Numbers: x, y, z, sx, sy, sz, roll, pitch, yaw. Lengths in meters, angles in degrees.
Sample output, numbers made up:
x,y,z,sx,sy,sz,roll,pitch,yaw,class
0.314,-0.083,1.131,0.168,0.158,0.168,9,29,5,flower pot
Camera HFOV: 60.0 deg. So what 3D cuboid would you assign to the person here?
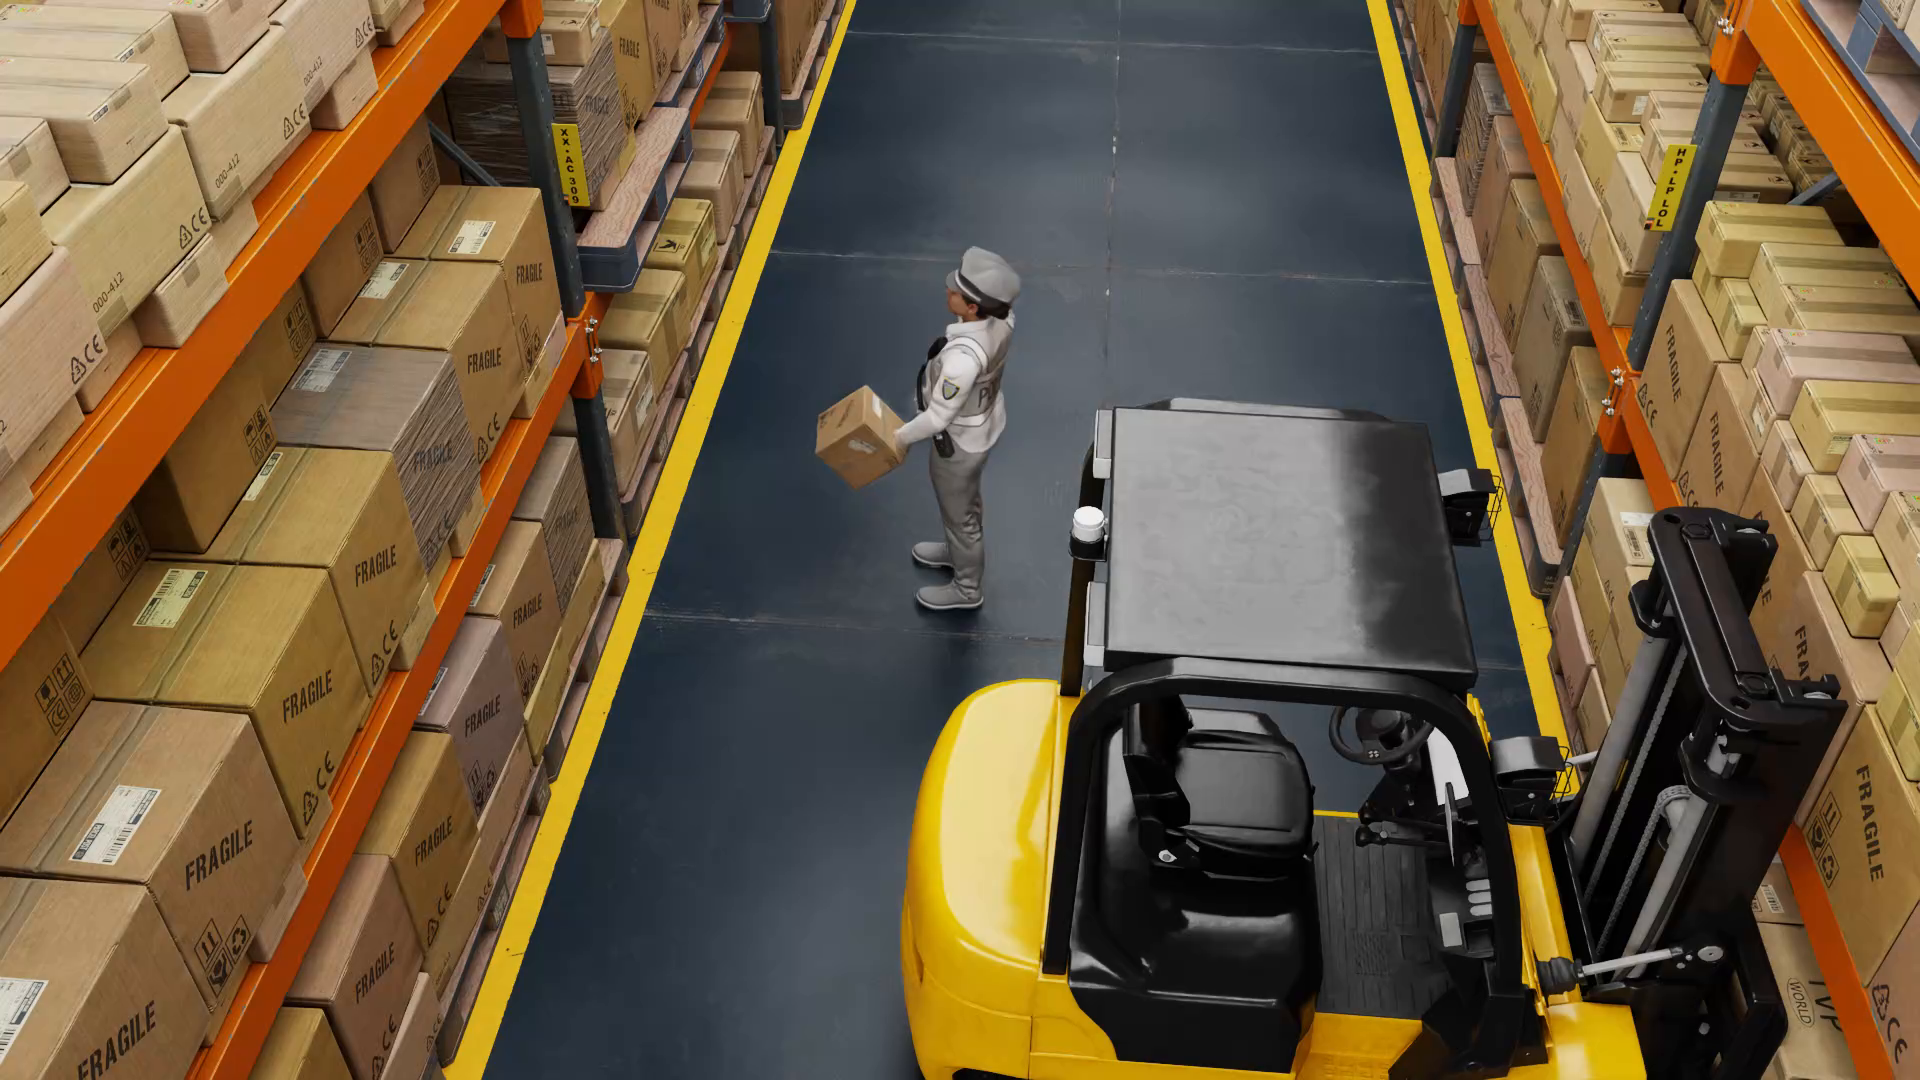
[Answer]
x,y,z,sx,sy,sz,roll,pitch,yaw,class
-0.028,-0.419,6.616,0.521,1.698,0.495,14,42,16,person
